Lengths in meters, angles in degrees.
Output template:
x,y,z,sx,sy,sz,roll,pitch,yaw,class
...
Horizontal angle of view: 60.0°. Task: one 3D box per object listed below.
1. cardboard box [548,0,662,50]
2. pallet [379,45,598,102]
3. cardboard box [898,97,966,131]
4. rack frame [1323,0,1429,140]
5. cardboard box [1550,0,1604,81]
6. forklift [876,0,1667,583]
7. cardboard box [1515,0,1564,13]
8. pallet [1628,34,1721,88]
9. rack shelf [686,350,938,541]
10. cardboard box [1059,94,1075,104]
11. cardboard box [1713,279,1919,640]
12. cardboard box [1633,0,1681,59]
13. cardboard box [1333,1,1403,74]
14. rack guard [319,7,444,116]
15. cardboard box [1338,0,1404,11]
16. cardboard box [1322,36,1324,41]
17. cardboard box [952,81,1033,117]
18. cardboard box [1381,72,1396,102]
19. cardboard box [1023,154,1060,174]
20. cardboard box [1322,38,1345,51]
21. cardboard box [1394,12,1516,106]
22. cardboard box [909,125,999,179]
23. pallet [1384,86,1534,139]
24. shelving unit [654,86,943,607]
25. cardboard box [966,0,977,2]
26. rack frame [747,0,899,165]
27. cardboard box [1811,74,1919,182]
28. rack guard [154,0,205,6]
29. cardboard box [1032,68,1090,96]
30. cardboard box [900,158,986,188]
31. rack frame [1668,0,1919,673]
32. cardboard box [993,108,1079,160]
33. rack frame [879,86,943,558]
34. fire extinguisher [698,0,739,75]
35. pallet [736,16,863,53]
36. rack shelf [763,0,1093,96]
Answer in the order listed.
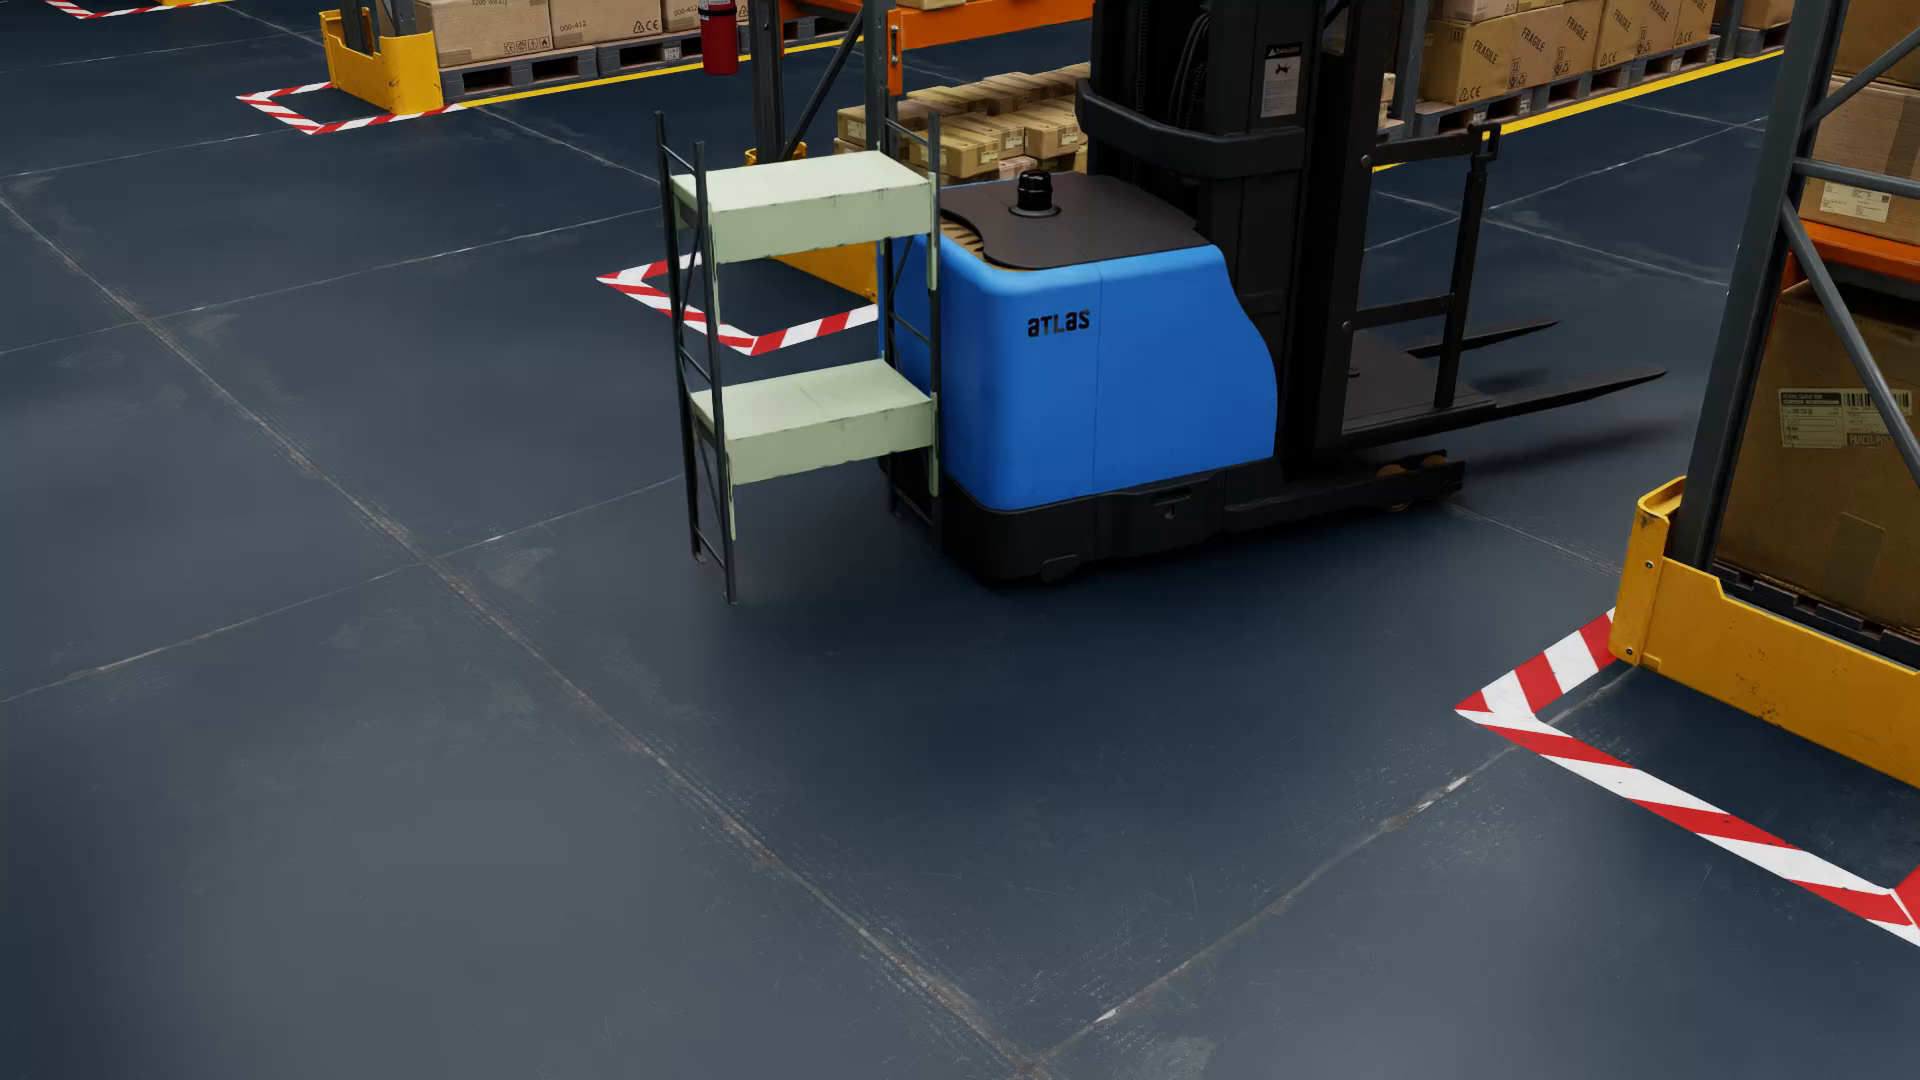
x,y,z,sx,sy,sz,roll,pitch,yaw,class
-2.810,-3.965,12.260,0.875,0.438,0.875,-21,34,-34,cardboard box
-3.380,-3.432,11.948,1.213,0.211,1.003,-22,35,-35,pallet
-0.182,-2.145,8.529,0.250,0.149,0.380,-21,35,-34,cardboard box
2.395,-3.869,9.807,0.127,3.000,1.000,-22,35,-35,rack frame
3.920,-3.410,11.155,0.500,0.500,0.500,-21,35,-34,cardboard box
1.259,-1.606,5.646,3.031,2.935,1.130,-12,30,-21,forklift
3.532,-3.578,10.673,0.500,0.250,0.500,-21,34,-34,cardboard box
4.842,-3.624,12.308,1.213,0.211,1.003,-22,35,-35,pallet
-0.486,-0.322,5.453,0.720,0.370,0.431,-13,31,-23,rack shelf
0.729,-2.220,8.669,0.250,0.149,0.380,-20,34,-33,cardboard box
2.929,-0.309,4.954,0.875,0.875,0.875,-22,35,-35,cardboard box
4.709,-3.723,11.740,0.500,0.500,0.500,-20,34,-33,cardboard box
2.794,-3.268,10.890,0.500,0.500,0.500,-23,36,-36,cardboard box
-3.956,-3.280,11.356,0.348,0.500,1.175,-22,35,-35,rack guard
2.797,-3.601,10.717,0.500,0.250,0.500,-23,36,-36,cardboard box
1.998,-3.028,10.182,0.250,0.149,0.380,-20,34,-33,cardboard box
0.171,-2.326,8.868,0.250,0.149,0.380,-24,36,-37,cardboard box
2.361,-2.718,9.916,0.250,0.149,0.380,-21,35,-34,cardboard box
0.291,-1.943,8.466,0.250,0.149,0.380,-21,35,-34,cardboard box
2.293,-2.857,9.862,0.250,0.149,0.380,-21,34,-34,cardboard box
3.129,-3.083,10.542,0.500,0.500,0.500,-20,34,-33,cardboard box
-0.029,-1.874,8.022,0.250,0.149,0.380,-24,36,-37,cardboard box
2.986,-2.878,10.911,1.213,0.211,1.003,-22,35,-35,pallet
-0.486,-0.610,5.300,0.755,1.500,0.431,-13,31,-23,shelving unit
-0.022,-2.609,7.716,0.250,0.149,0.380,-20,34,-33,cardboard box
-0.648,-2.645,7.517,0.127,3.000,1.000,-22,35,-35,rack frame
2.691,-1.144,4.552,0.500,0.250,0.500,-23,35,-36,cardboard box
-7.105,-5.089,14.742,0.348,0.500,1.175,-22,35,-35,rack guard
0.612,-2.469,9.135,0.250,0.149,0.380,-23,36,-36,cardboard box
-0.083,-1.773,8.148,0.250,0.149,0.380,-20,34,-33,cardboard box
2.494,-0.836,4.132,0.127,3.000,1.000,-22,35,-35,rack frame
0.377,-2.033,8.319,0.250,0.149,0.380,-22,35,-35,cardboard box
-0.158,-0.686,5.442,0.023,1.500,0.400,-13,31,-23,rack frame
-1.139,-2.535,7.789,0.183,0.674,0.296,-22,35,-35,fire extinguisher
-1.524,-4.179,13.345,1.213,0.211,1.003,-22,35,-35,pallet
0.873,-2.940,8.832,4.000,0.370,1.077,-22,35,-35,rack shelf
